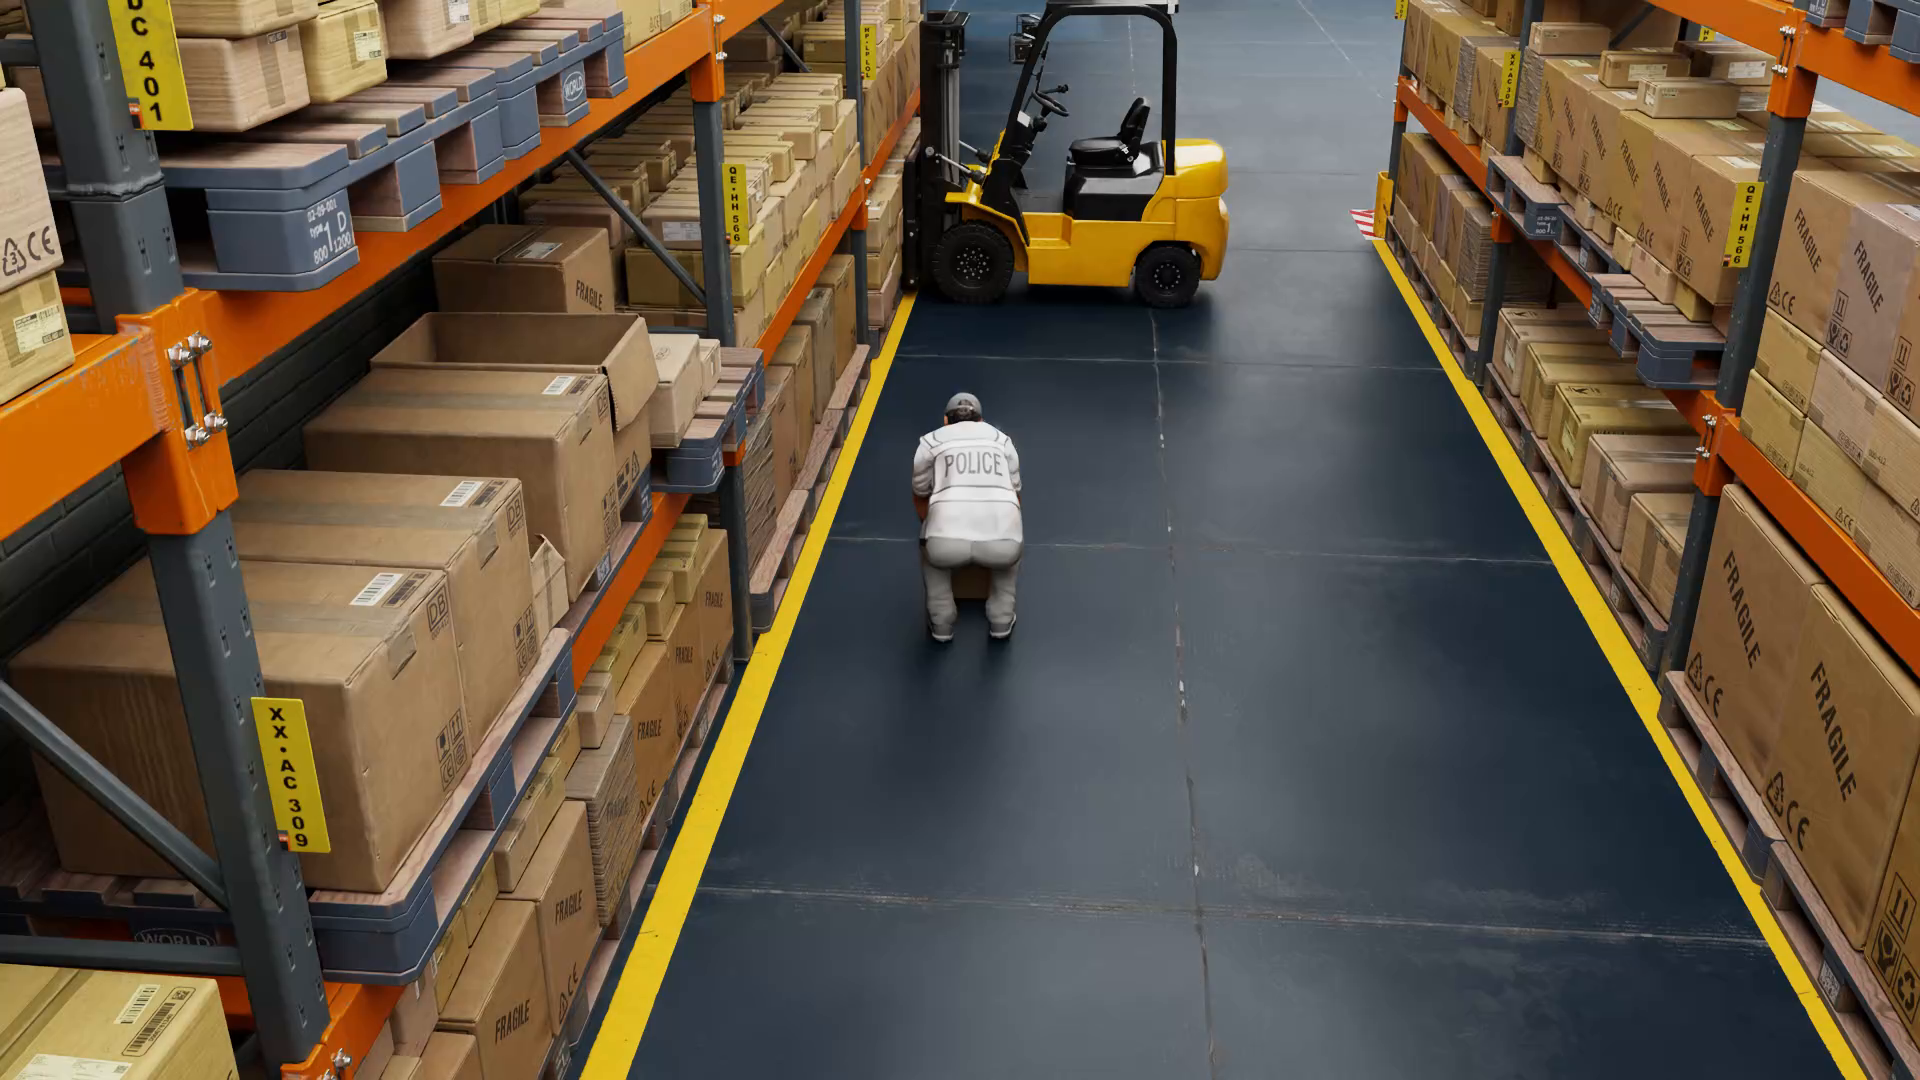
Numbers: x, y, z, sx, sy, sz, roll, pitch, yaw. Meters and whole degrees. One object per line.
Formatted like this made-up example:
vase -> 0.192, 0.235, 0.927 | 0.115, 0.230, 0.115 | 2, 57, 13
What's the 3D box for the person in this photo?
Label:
person -> 0.035, -0.077, 7.556 | 0.523, 1.016, 0.844 | 1, 25, 2
